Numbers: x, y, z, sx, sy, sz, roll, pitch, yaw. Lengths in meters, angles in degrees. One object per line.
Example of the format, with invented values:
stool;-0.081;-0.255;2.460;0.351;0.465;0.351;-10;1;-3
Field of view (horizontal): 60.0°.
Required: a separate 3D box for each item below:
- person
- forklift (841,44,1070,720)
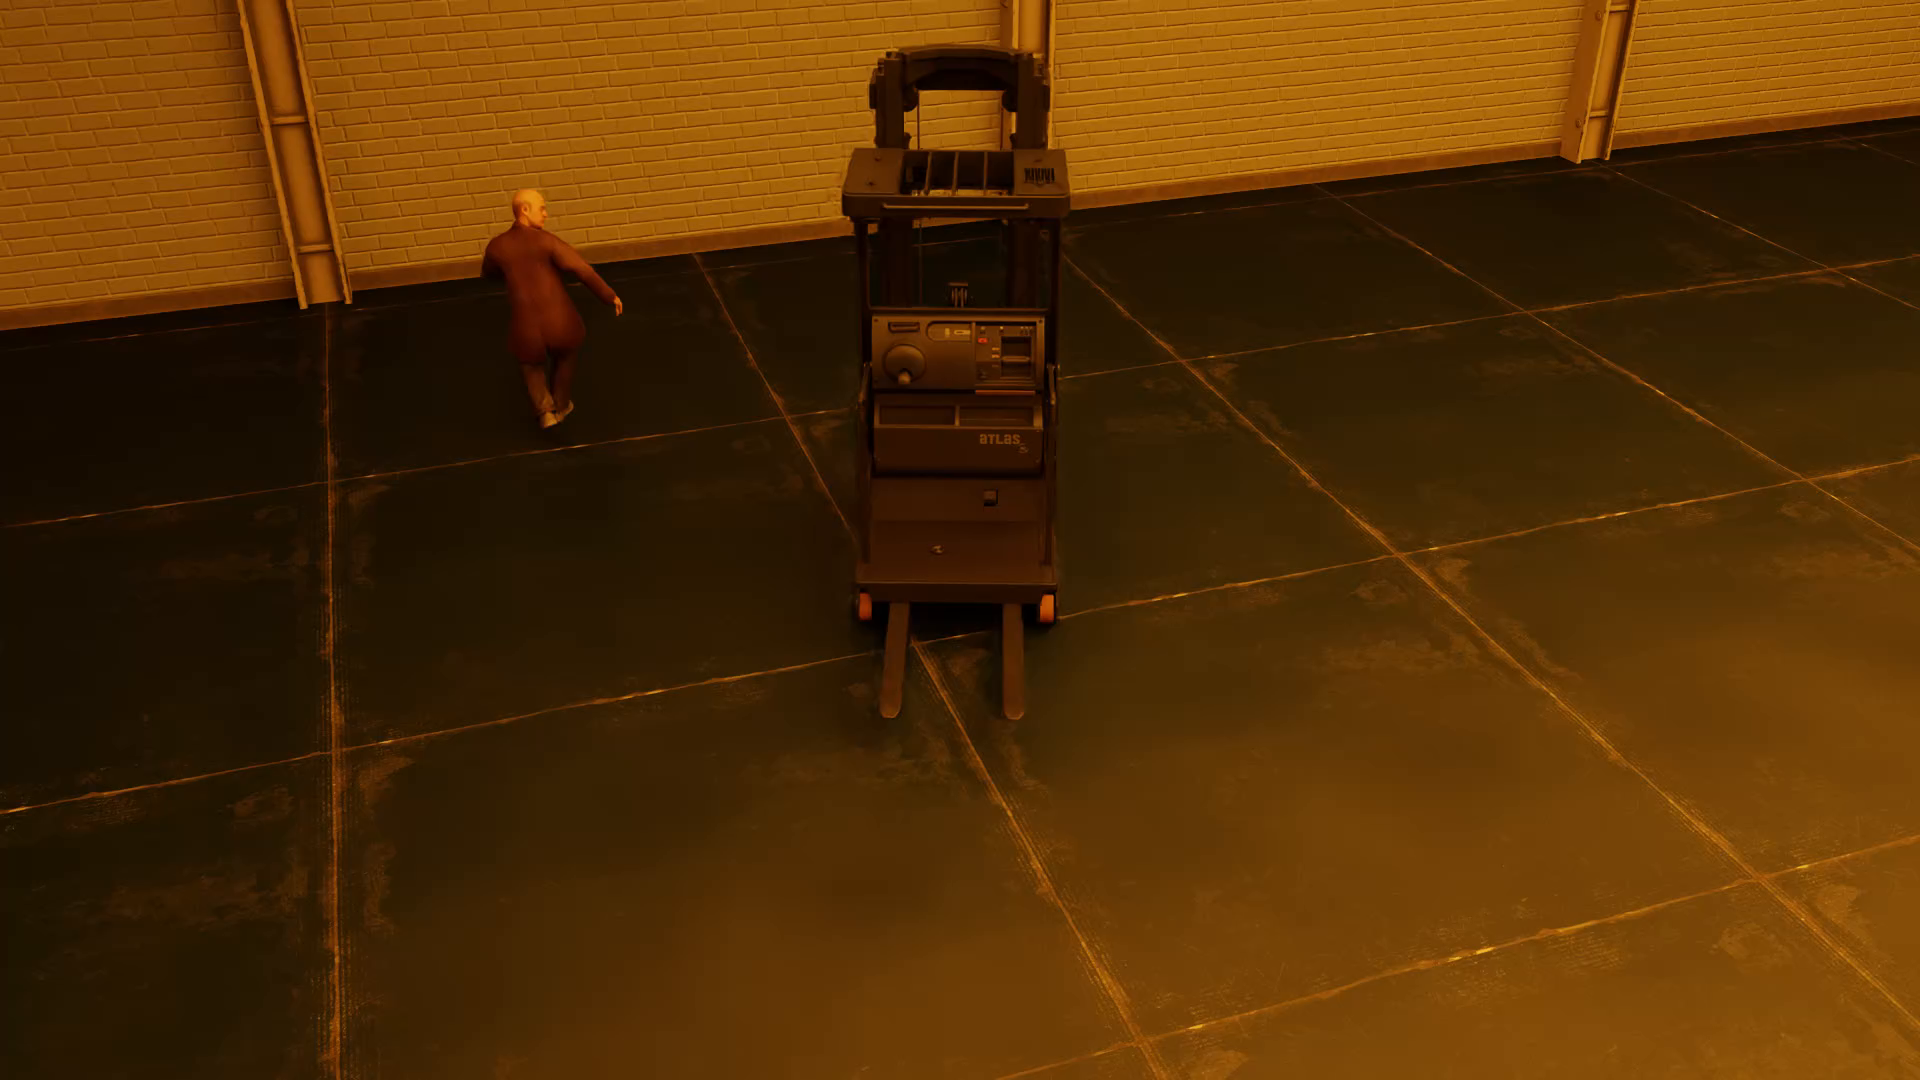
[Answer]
person;-2.696;-1.532;11.051;0.918;1.645;0.894;0;30;-1
forklift;-0.012;-0.966;8.766;1.130;2.935;3.031;1;30;1
